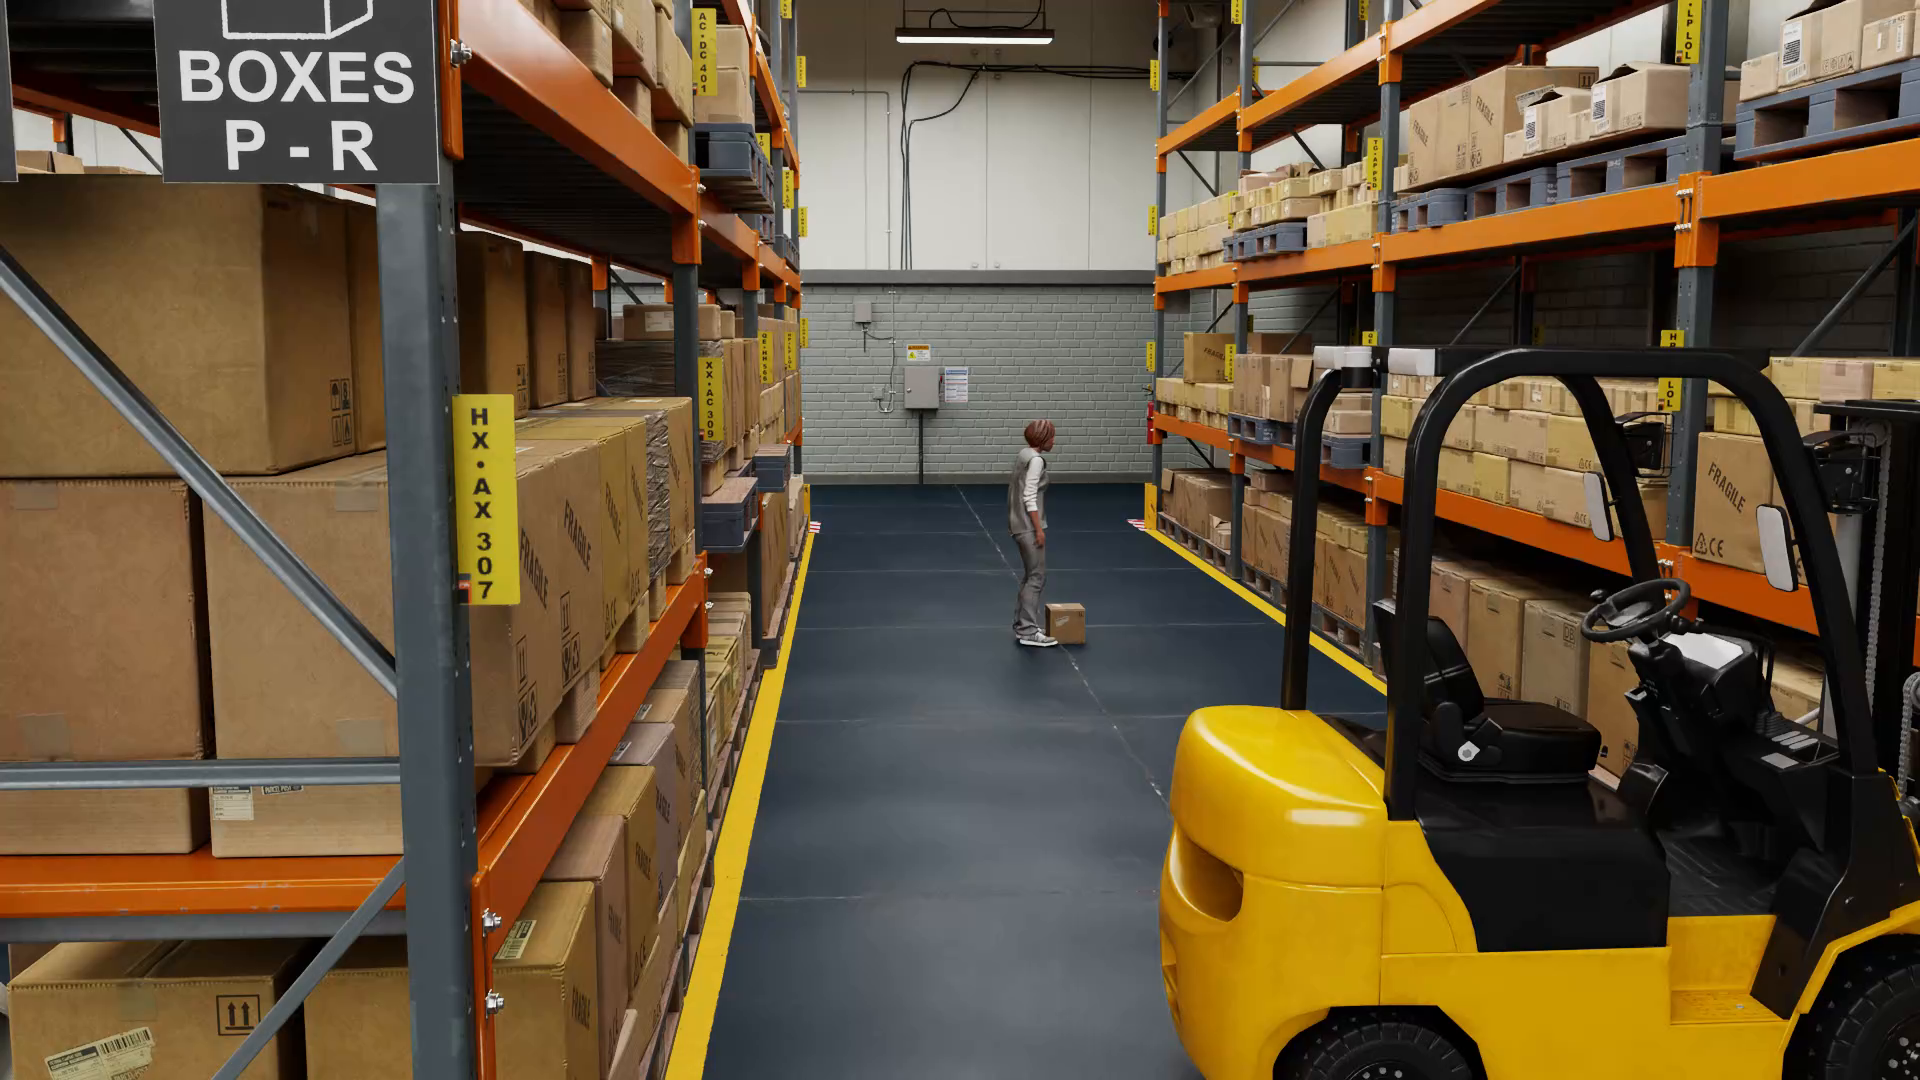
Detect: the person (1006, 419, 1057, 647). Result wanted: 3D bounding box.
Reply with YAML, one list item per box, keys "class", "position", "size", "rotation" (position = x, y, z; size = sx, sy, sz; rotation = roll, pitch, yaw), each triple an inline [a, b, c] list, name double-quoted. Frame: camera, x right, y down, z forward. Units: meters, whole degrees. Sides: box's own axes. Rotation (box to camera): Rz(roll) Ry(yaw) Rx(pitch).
- class: "person"
  position: [0.507, -0.062, 11.809]
  size: [0.344, 1.591, 0.462]
  rotation: [-1, 7, -6]
